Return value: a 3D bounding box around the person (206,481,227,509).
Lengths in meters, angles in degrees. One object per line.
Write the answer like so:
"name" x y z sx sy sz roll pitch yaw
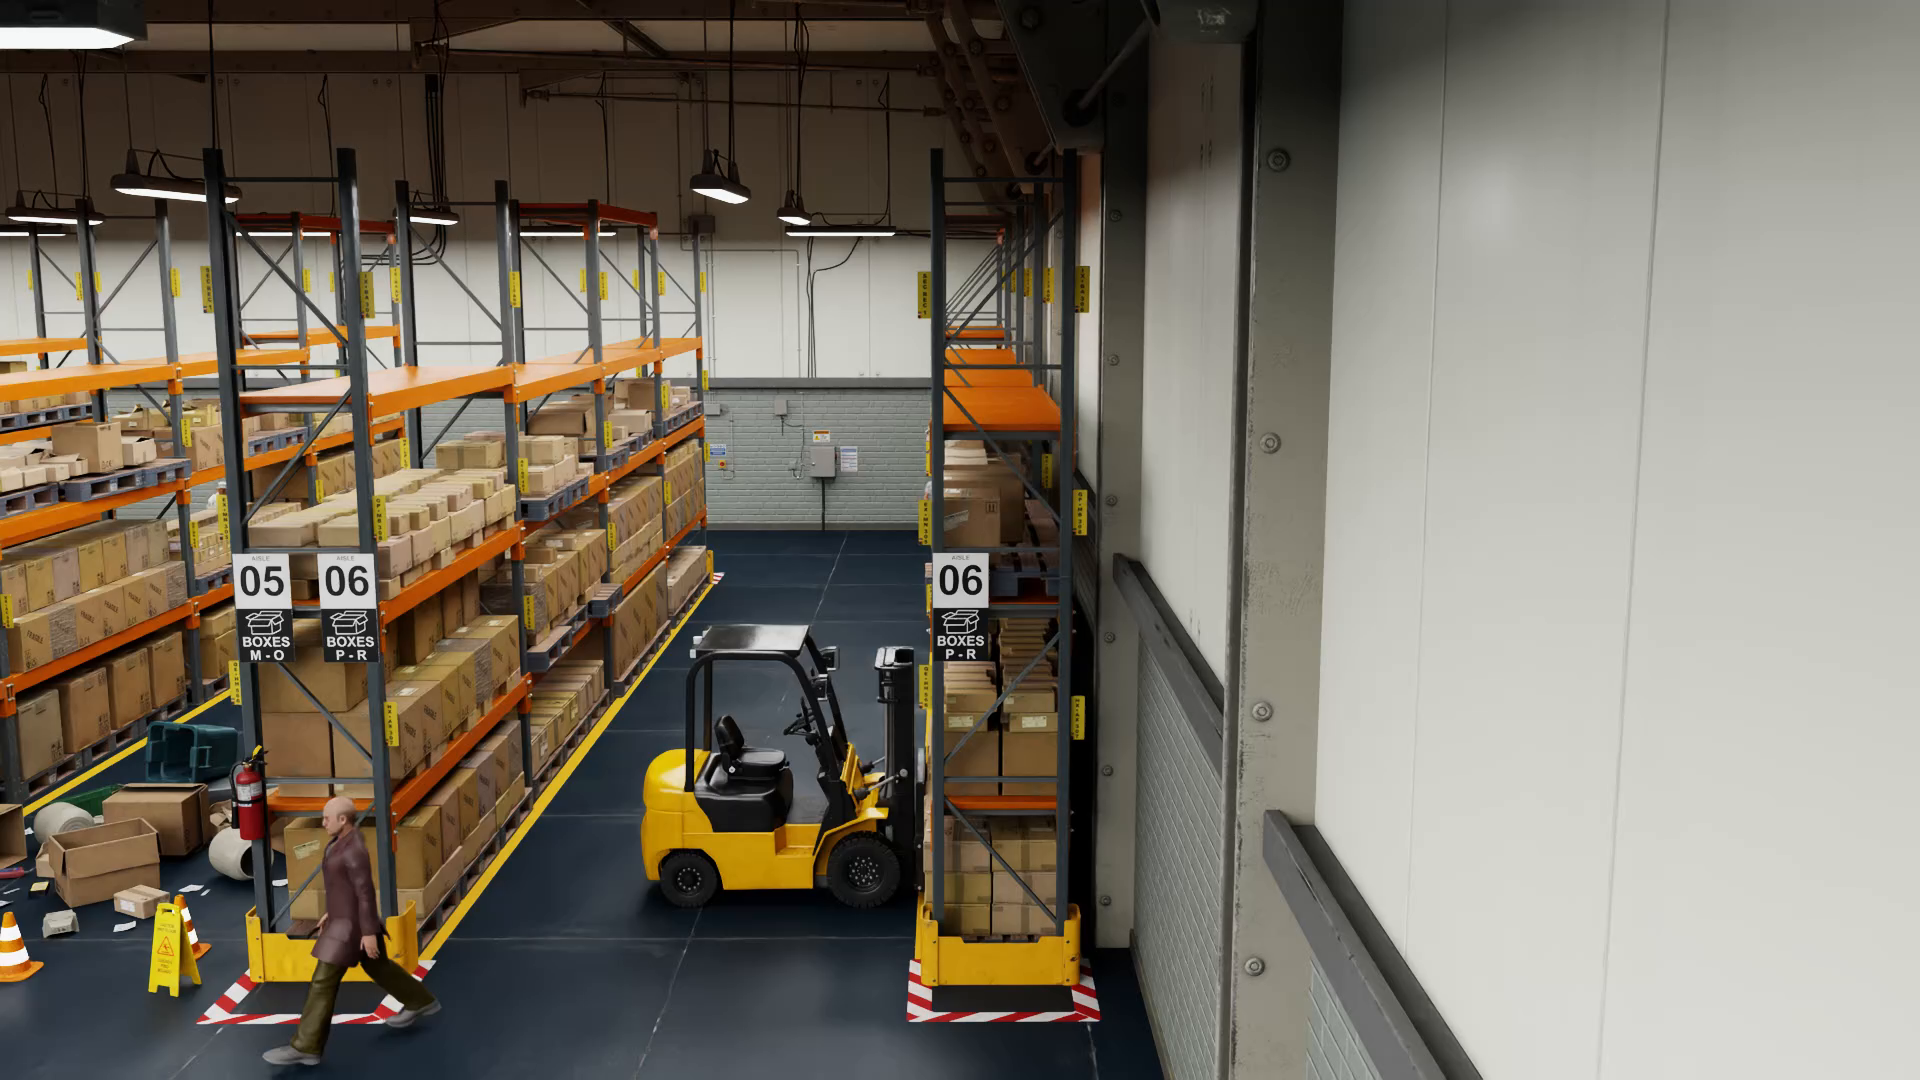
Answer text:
"person" -12.866 -0.281 29.265 0.550 1.573 0.744 2 9 10

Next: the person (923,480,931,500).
"person" -0.434 -0.571 30.836 0.454 1.624 1.023 3 10 20

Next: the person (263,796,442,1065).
"person" -4.086 2.554 11.120 1.112 1.725 0.613 -3 10 -17
